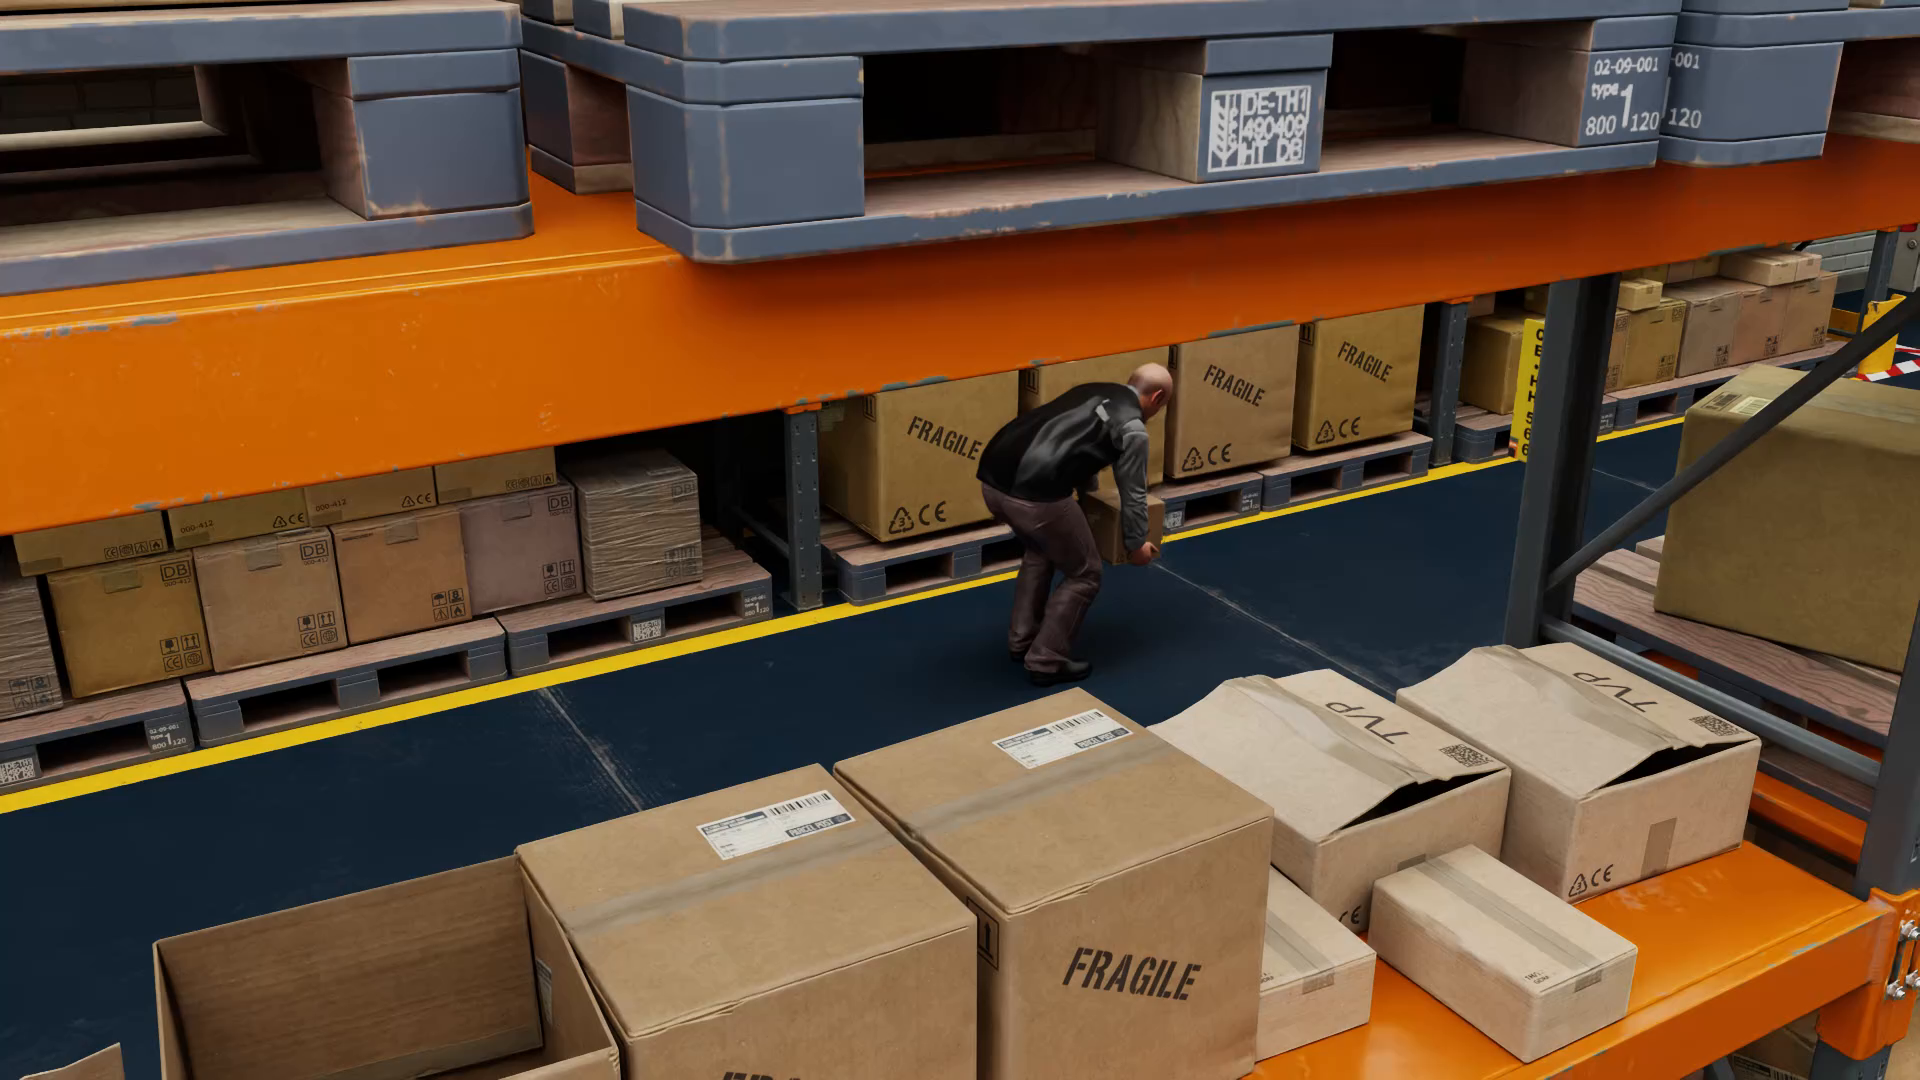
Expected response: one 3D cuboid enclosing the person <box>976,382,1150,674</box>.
[{"bbox_3d":[0.420,-0.068,6.915,0.708,1.143,0.479,-14,25,-31],"label":"person"}]
